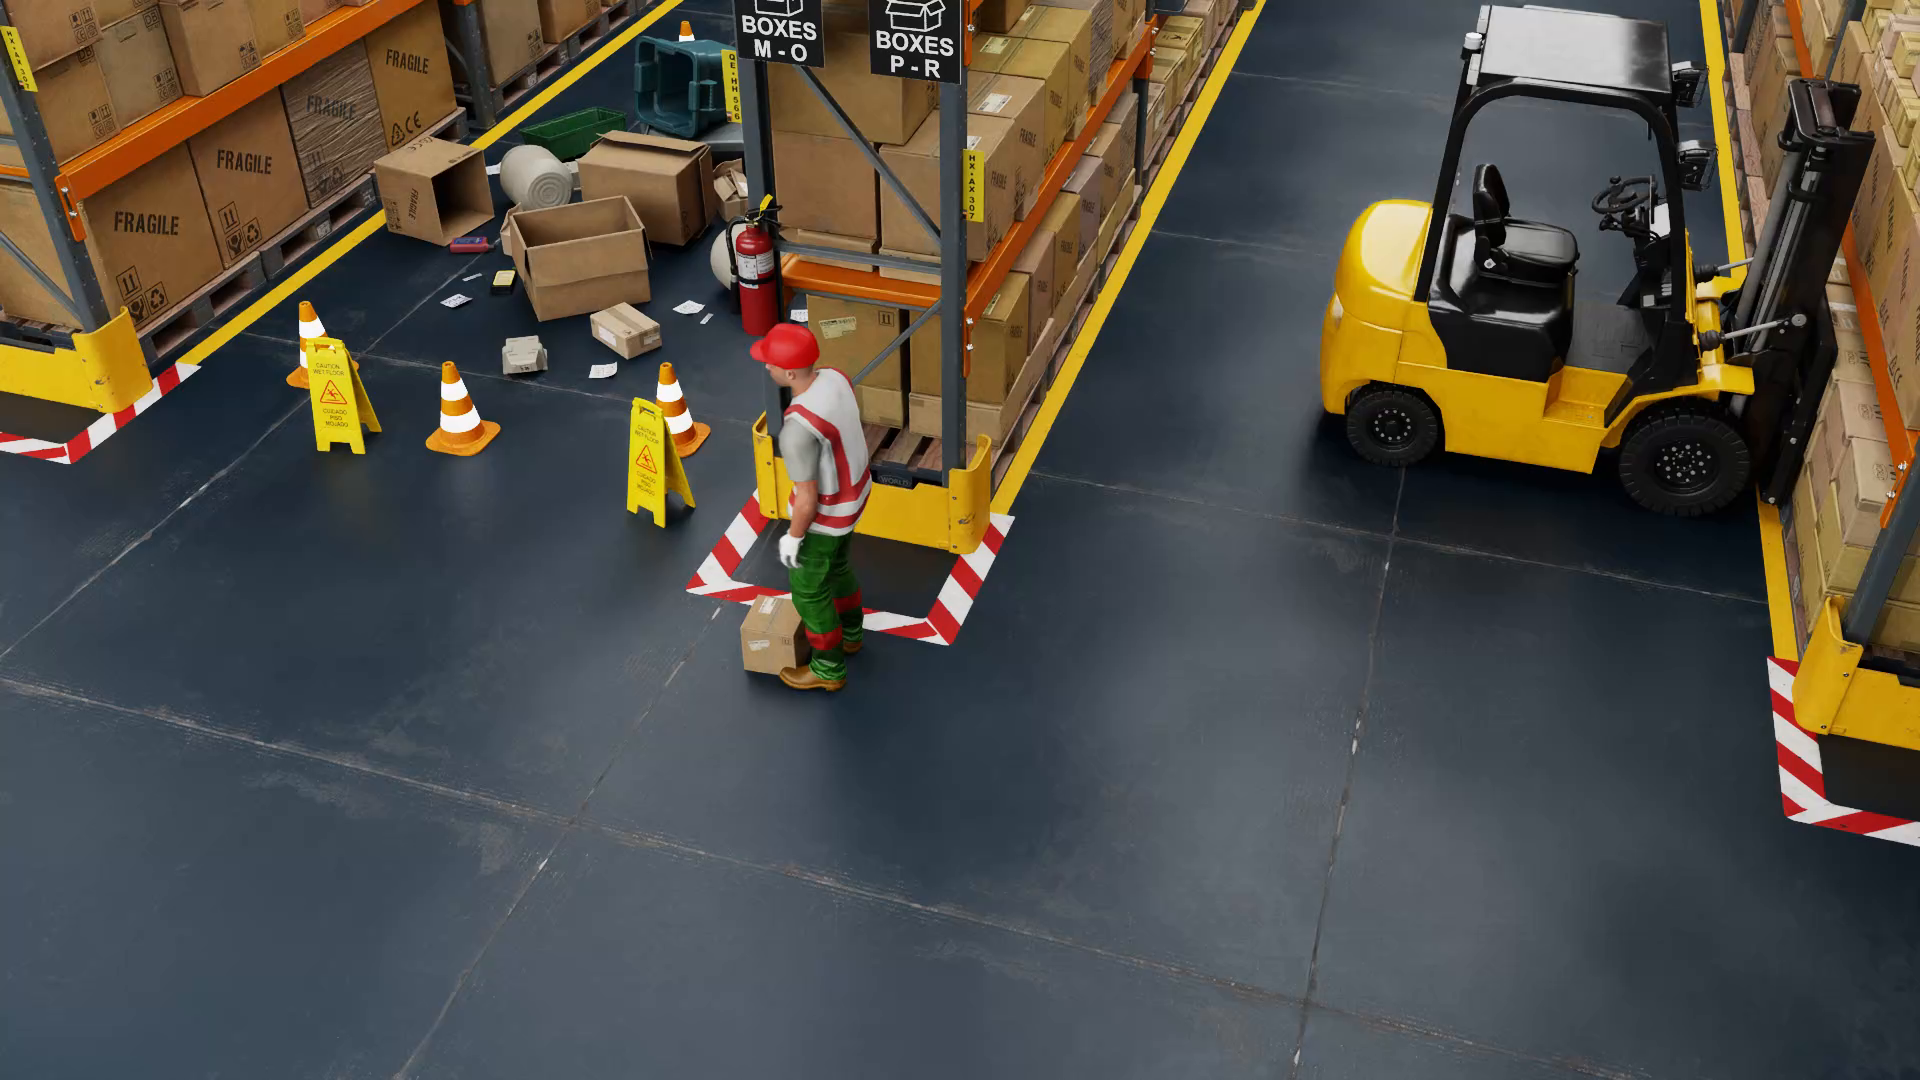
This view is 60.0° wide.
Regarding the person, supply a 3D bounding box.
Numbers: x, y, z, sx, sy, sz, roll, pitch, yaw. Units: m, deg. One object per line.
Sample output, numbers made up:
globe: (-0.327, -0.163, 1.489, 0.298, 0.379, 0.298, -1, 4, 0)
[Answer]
person: (-0.608, -0.136, 7.063, 0.450, 1.778, 0.604, 10, 38, 13)
